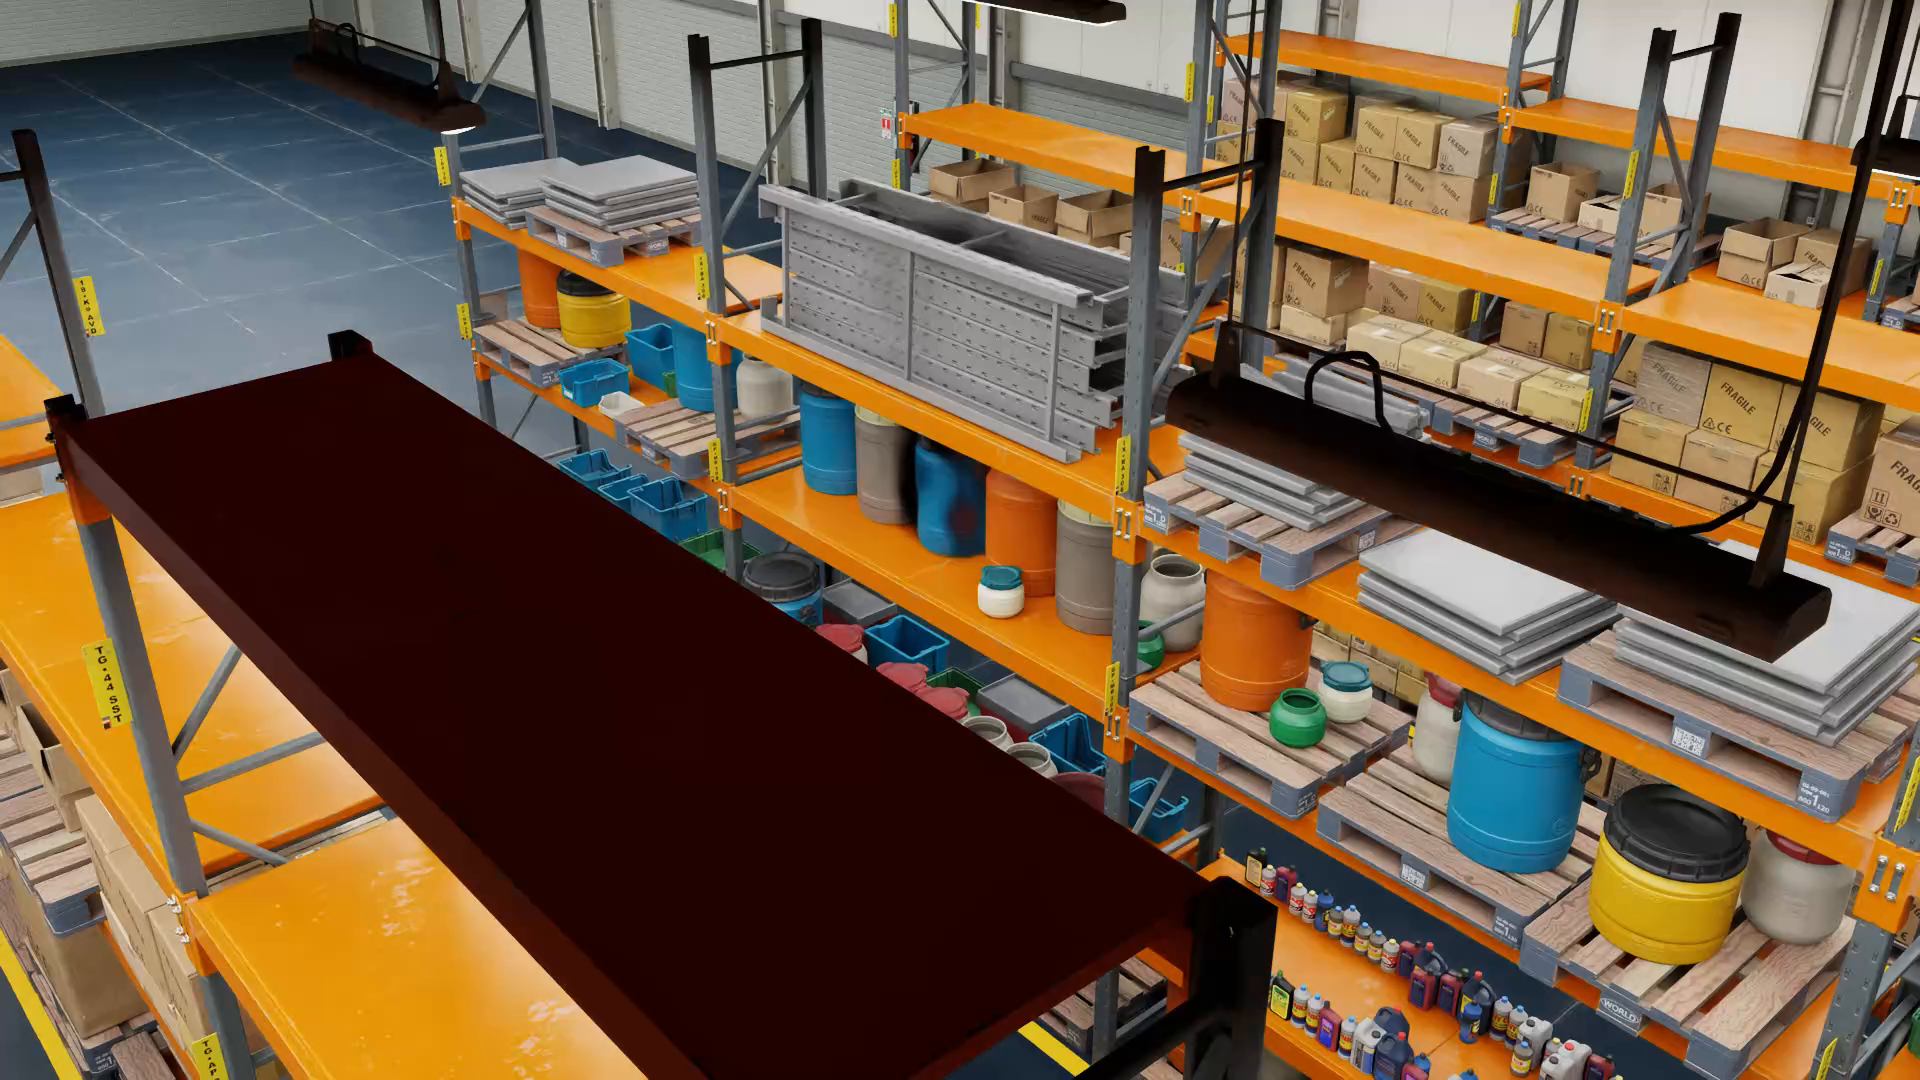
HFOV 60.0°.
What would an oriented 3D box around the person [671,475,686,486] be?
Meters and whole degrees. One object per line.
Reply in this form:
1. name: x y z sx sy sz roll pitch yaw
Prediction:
1. person: -3.045 -1.426 18.552 0.752 1.674 0.658 -4 27 -9
